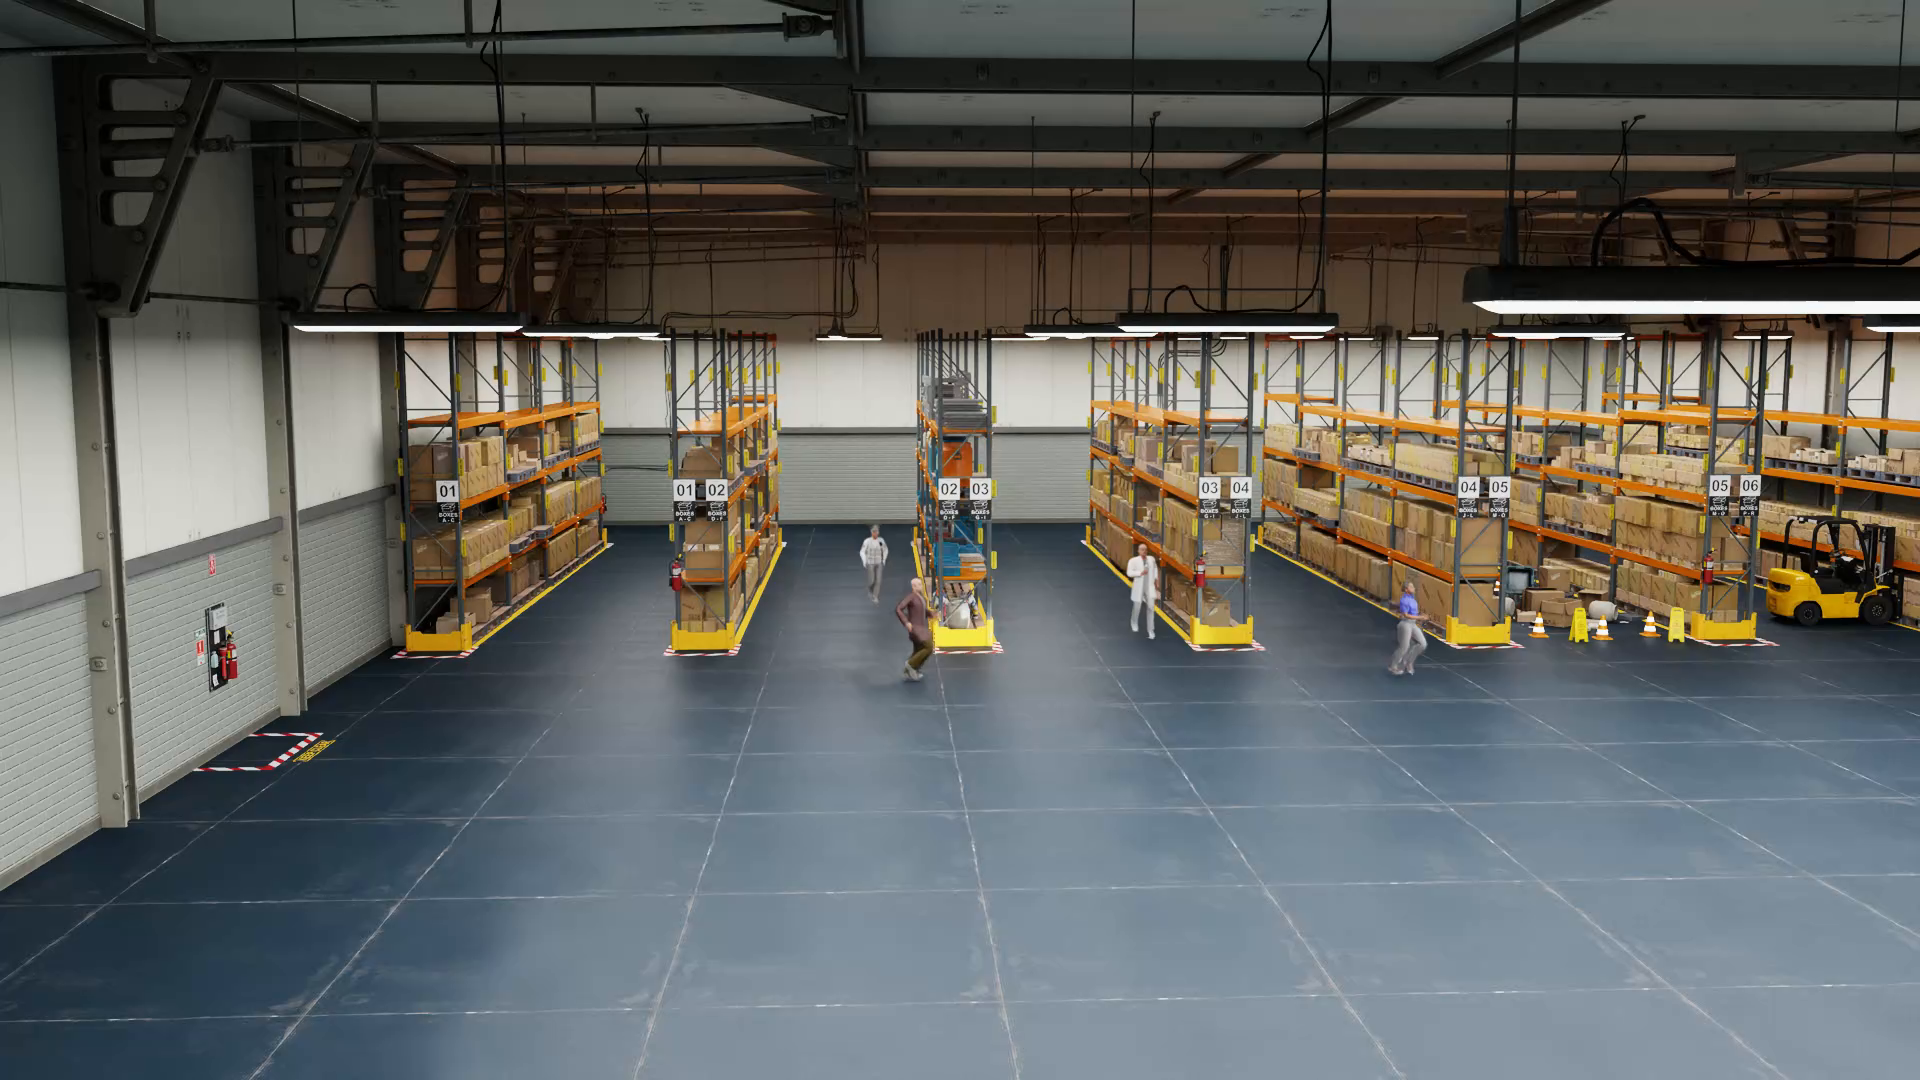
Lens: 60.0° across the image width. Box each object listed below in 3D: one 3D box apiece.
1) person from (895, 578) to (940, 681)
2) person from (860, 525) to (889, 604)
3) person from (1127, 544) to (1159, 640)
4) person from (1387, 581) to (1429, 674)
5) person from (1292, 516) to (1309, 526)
[{"bbox_3d":[-0.672,1.520,28.246,0.692,1.740,0.691,3,7,21],"label":"person"},{"bbox_3d":[-1.799,0.494,35.047,0.603,1.659,0.515,-1,7,-11],"label":"person"},{"bbox_3d":[3.590,0.980,32.652,0.685,1.821,0.958,-1,7,-9],"label":"person"},{"bbox_3d":[7.779,1.528,28.761,0.699,1.637,0.549,5,9,38],"label":"person"},{"bbox_3d":[10.030,-0.867,49.151,0.681,1.616,0.709,6,9,43],"label":"person"}]
